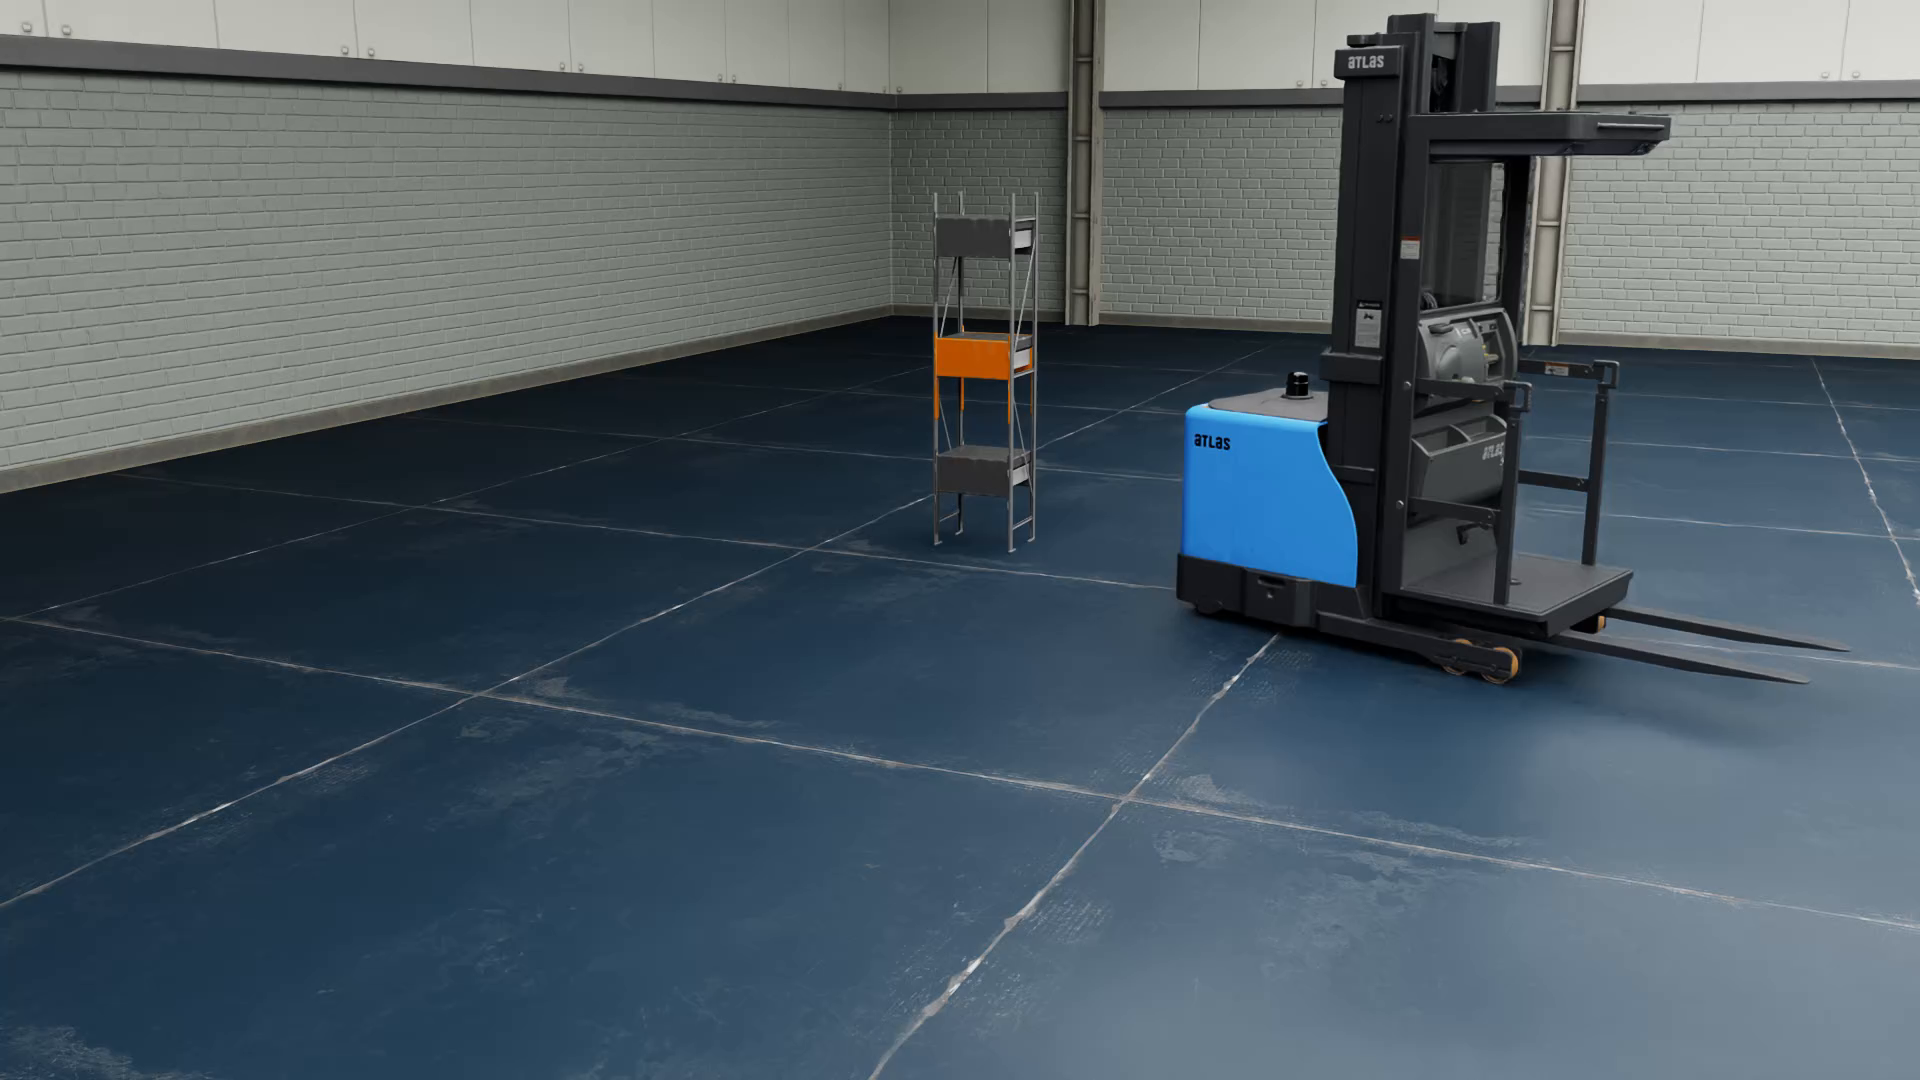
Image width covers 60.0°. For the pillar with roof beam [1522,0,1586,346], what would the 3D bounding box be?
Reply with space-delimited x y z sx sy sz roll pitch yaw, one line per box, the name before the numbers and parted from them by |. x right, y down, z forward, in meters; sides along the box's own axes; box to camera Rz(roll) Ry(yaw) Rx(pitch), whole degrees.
pillar with roof beam | 5.427 -5.901 15.704 0.400 9.000 9.100 6 14 23

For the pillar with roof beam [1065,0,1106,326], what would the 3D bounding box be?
pillar with roof beam | -0.059 -6.456 18.070 0.400 9.000 9.100 6 14 23

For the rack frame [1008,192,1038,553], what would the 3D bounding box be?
rack frame | 0.374 -0.984 9.853 0.015 2.100 0.400 6 14 23

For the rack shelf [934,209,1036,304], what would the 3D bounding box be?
rack shelf | 0.151 -1.675 9.793 0.480 0.518 0.431 6 14 23

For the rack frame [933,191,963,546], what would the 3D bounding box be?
rack frame | -0.072 -1.029 10.046 0.015 2.100 0.400 6 14 23

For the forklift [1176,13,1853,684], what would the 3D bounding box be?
forklift | 2.559 -0.914 7.732 3.031 2.935 1.130 12 18 41

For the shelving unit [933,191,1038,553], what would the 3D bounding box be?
shelving unit | 0.151 -1.007 9.950 0.503 2.100 0.431 6 14 23

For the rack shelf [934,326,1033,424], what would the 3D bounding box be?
rack shelf | 0.151 -0.994 9.953 0.480 0.518 0.431 6 14 23

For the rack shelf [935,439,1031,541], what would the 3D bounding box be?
rack shelf | 0.151 -0.312 10.113 0.480 0.518 0.431 6 14 23
